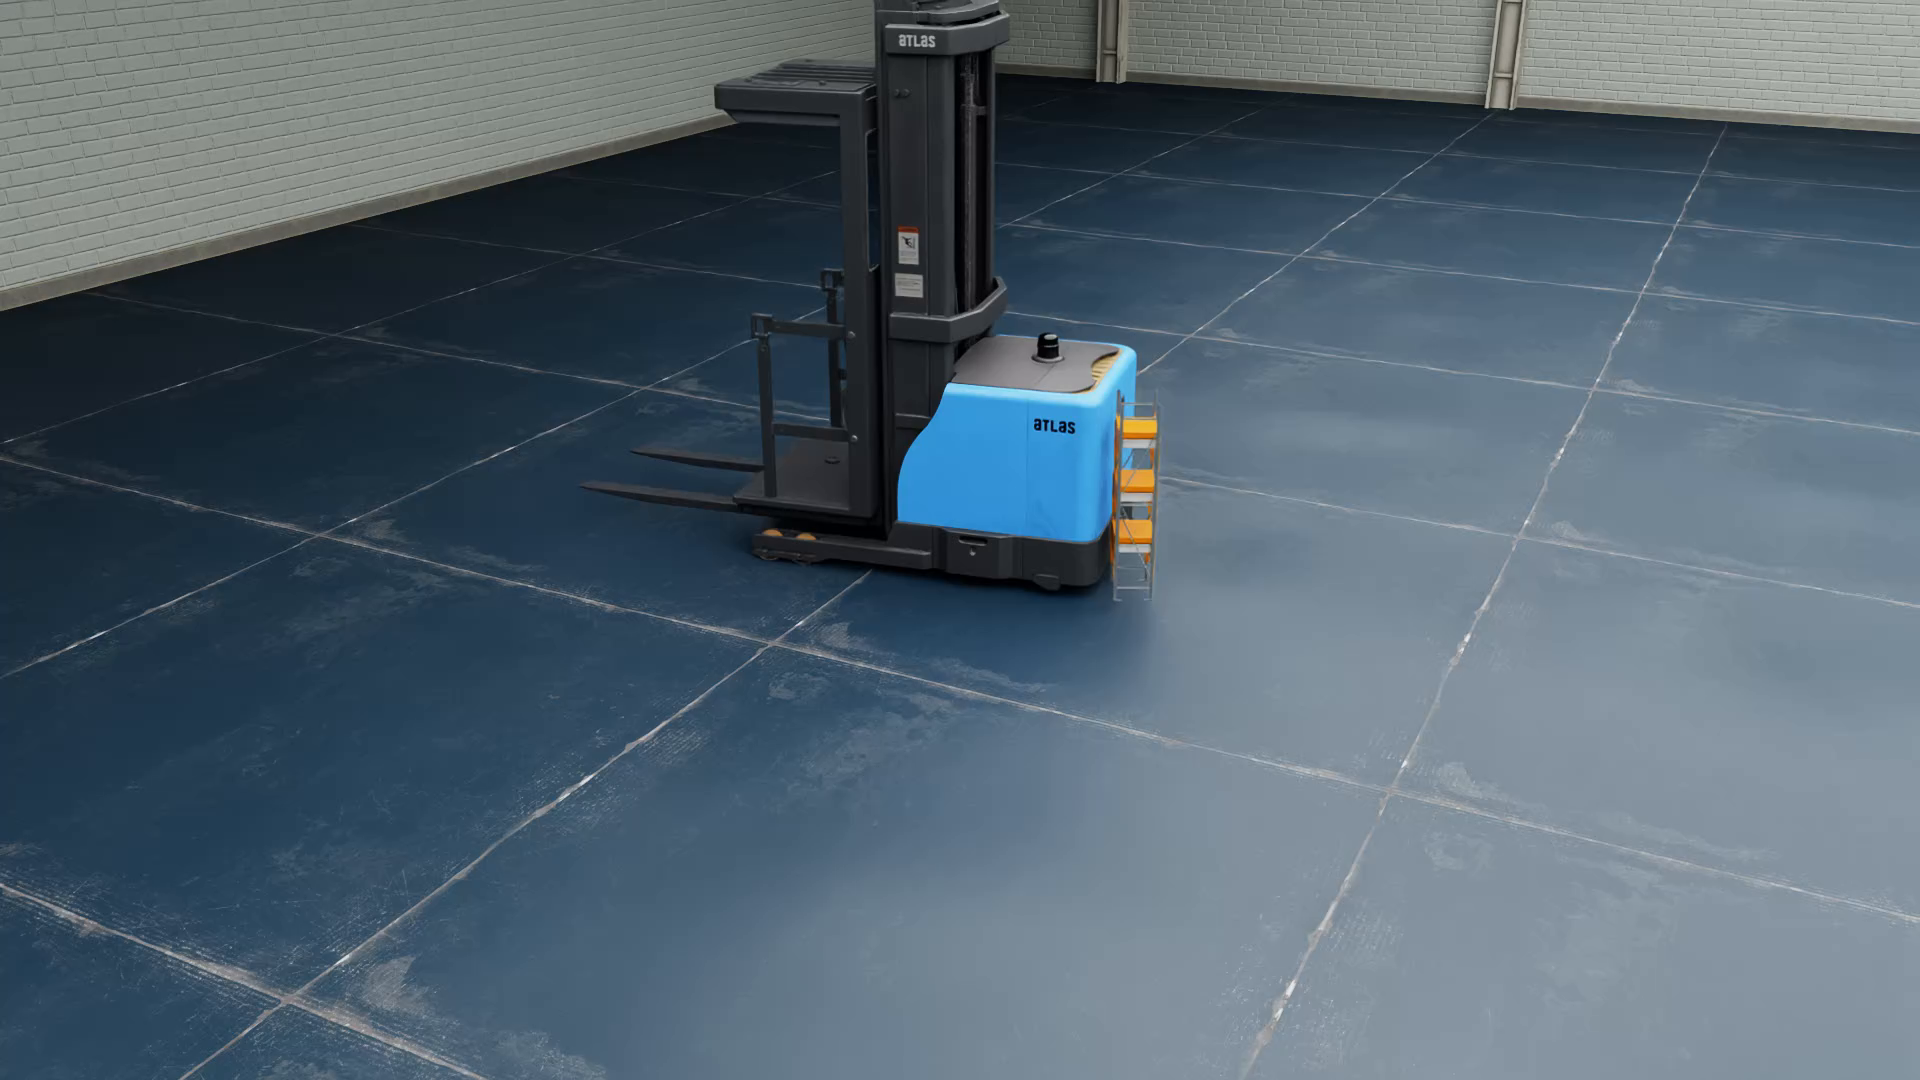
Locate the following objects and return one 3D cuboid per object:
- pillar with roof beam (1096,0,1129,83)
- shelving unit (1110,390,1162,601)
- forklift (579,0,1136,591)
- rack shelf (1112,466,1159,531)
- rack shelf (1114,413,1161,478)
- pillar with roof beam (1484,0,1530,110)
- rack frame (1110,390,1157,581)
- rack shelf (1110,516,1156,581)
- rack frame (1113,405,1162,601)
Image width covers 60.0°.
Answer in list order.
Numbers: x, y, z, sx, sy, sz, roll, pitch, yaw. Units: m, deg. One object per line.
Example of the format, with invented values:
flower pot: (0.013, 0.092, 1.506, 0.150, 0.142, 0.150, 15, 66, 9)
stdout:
pillar with roof beam: (0.447, -9.893, 21.014, 0.400, 9.000, 9.100, 11, 25, 25)
shelving unit: (0.886, -0.222, 8.430, 0.215, 1.050, 0.252, 0, 23, 1)
forklift: (-0.612, -1.403, 8.805, 3.031, 2.935, 1.130, 7, 24, 15)
rack shelf: (0.886, -0.212, 8.434, 0.215, 0.259, 0.240, 0, 23, 1)
rack shelf: (0.886, -0.473, 8.323, 0.215, 0.259, 0.240, 0, 23, 1)
pillar with roof beam: (5.801, -8.834, 18.523, 0.400, 9.000, 9.100, 11, 25, 25)
rack frame: (0.888, -0.269, 8.542, 0.200, 1.050, 0.008, 0, 23, 1)
rack shelf: (0.886, 0.044, 8.543, 0.215, 0.259, 0.240, 0, 23, 1)
rack frame: (0.884, -0.174, 8.318, 0.200, 1.050, 0.008, 0, 23, 1)
